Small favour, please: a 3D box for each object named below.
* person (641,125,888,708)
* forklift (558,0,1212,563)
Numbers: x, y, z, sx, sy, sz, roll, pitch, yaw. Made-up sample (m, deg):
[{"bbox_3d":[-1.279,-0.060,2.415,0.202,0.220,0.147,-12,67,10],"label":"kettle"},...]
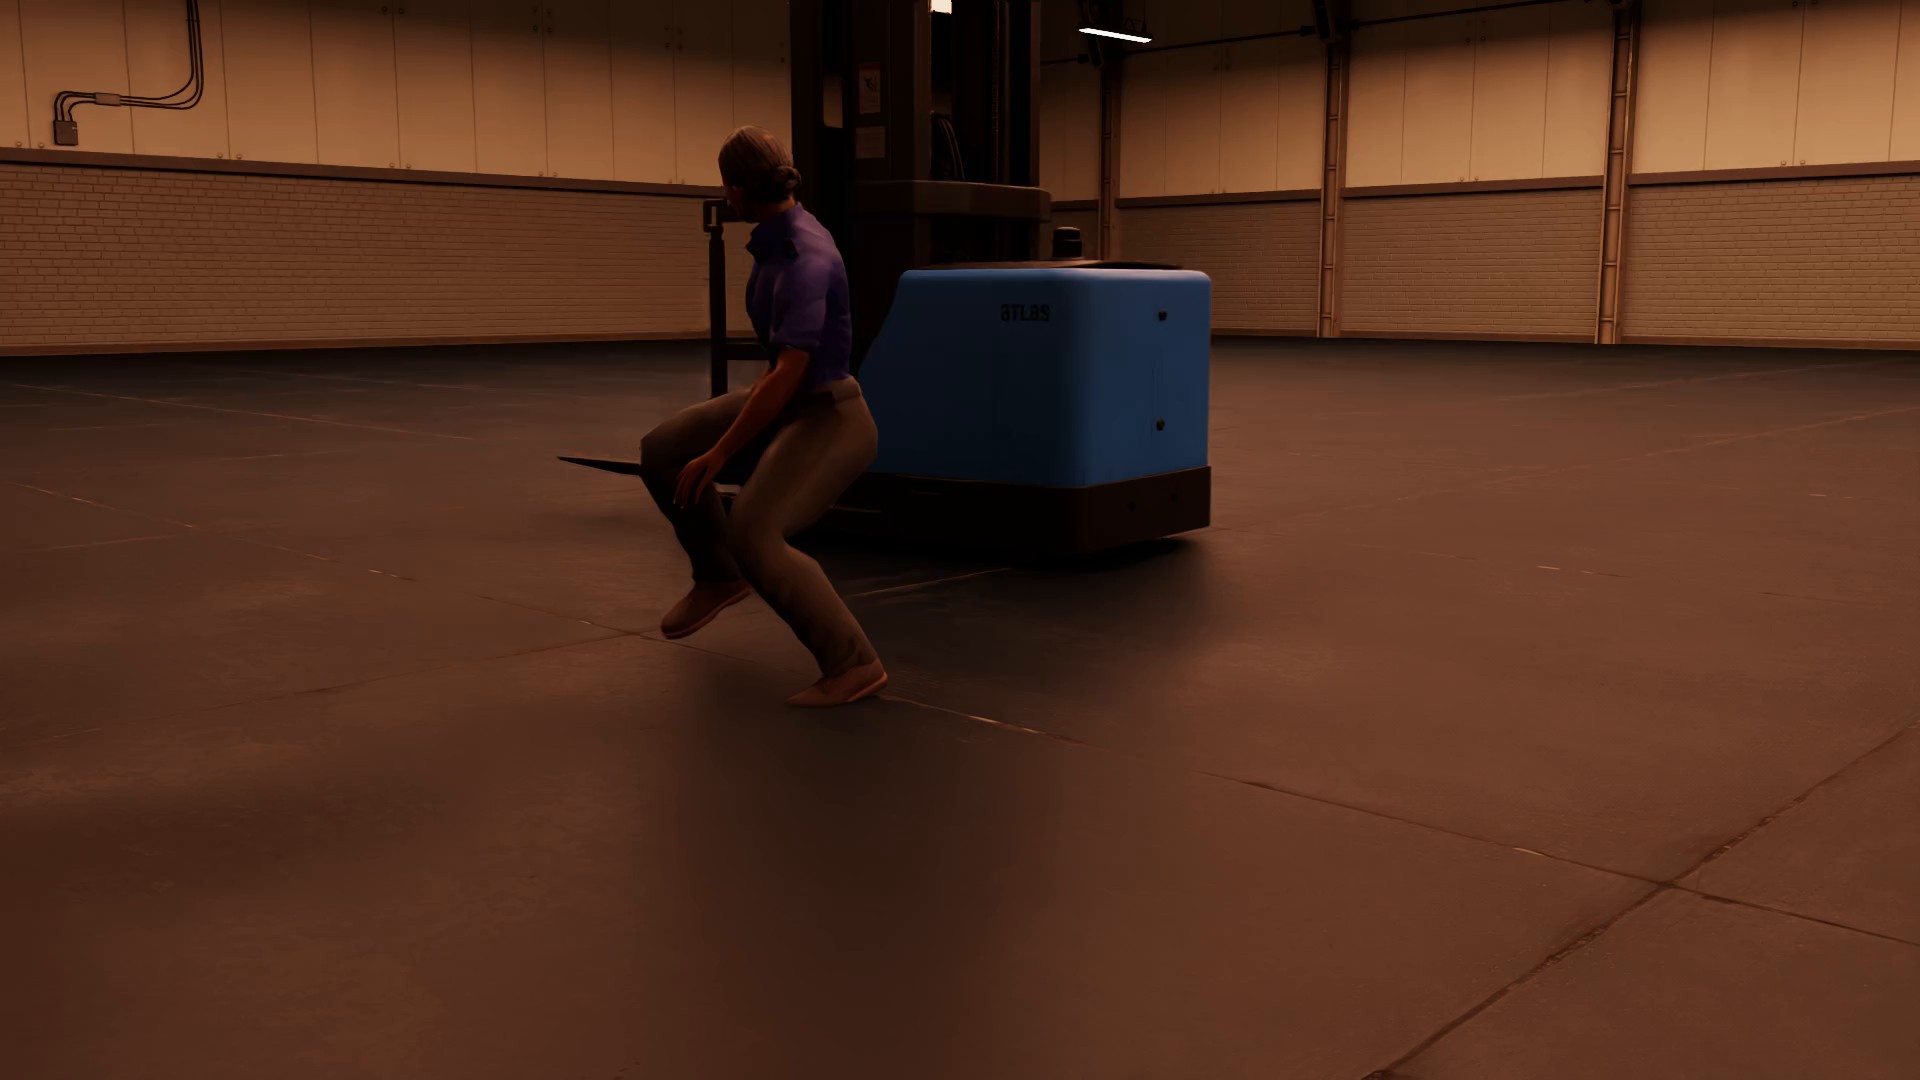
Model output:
[{"bbox_3d":[-0.505,-0.316,4.253,0.617,1.435,0.743,-4,9,-24],"label":"person"},{"bbox_3d":[-0.479,-1.518,6.954,3.031,2.935,1.130,6,11,37],"label":"forklift"}]
